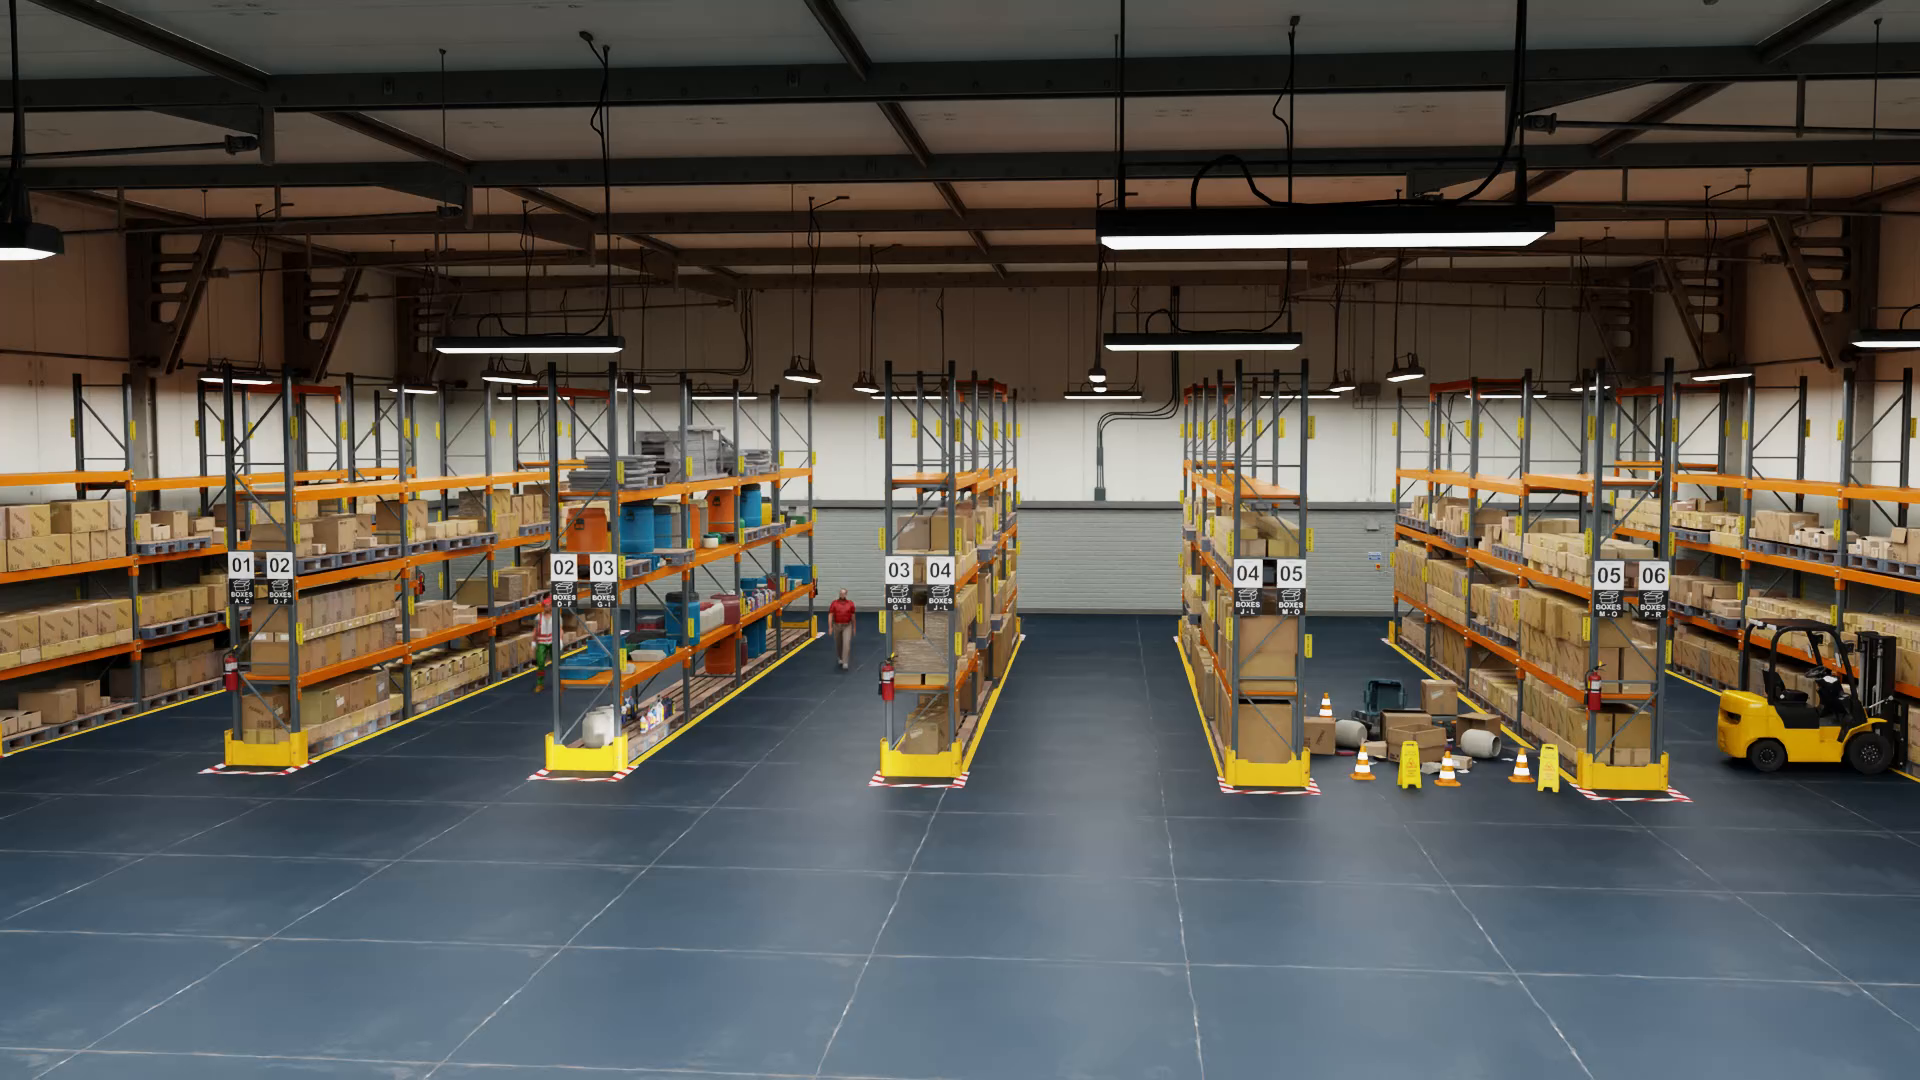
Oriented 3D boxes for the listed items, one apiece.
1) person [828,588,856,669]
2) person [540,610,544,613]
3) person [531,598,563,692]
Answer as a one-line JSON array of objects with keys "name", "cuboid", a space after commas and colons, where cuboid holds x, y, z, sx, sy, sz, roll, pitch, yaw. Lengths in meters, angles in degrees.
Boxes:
[{"name": "person", "cuboid": [-2.489, 1.853, 35.044, 0.568, 1.663, 1.099, 0, 4, 2]}, {"name": "person", "cuboid": [-10.396, 1.441, 41.560, 0.667, 1.643, 0.547, -3, 5, -42]}, {"name": "person", "cuboid": [-7.980, 1.998, 32.094, 0.663, 1.738, 1.025, 0, 4, -4]}]
